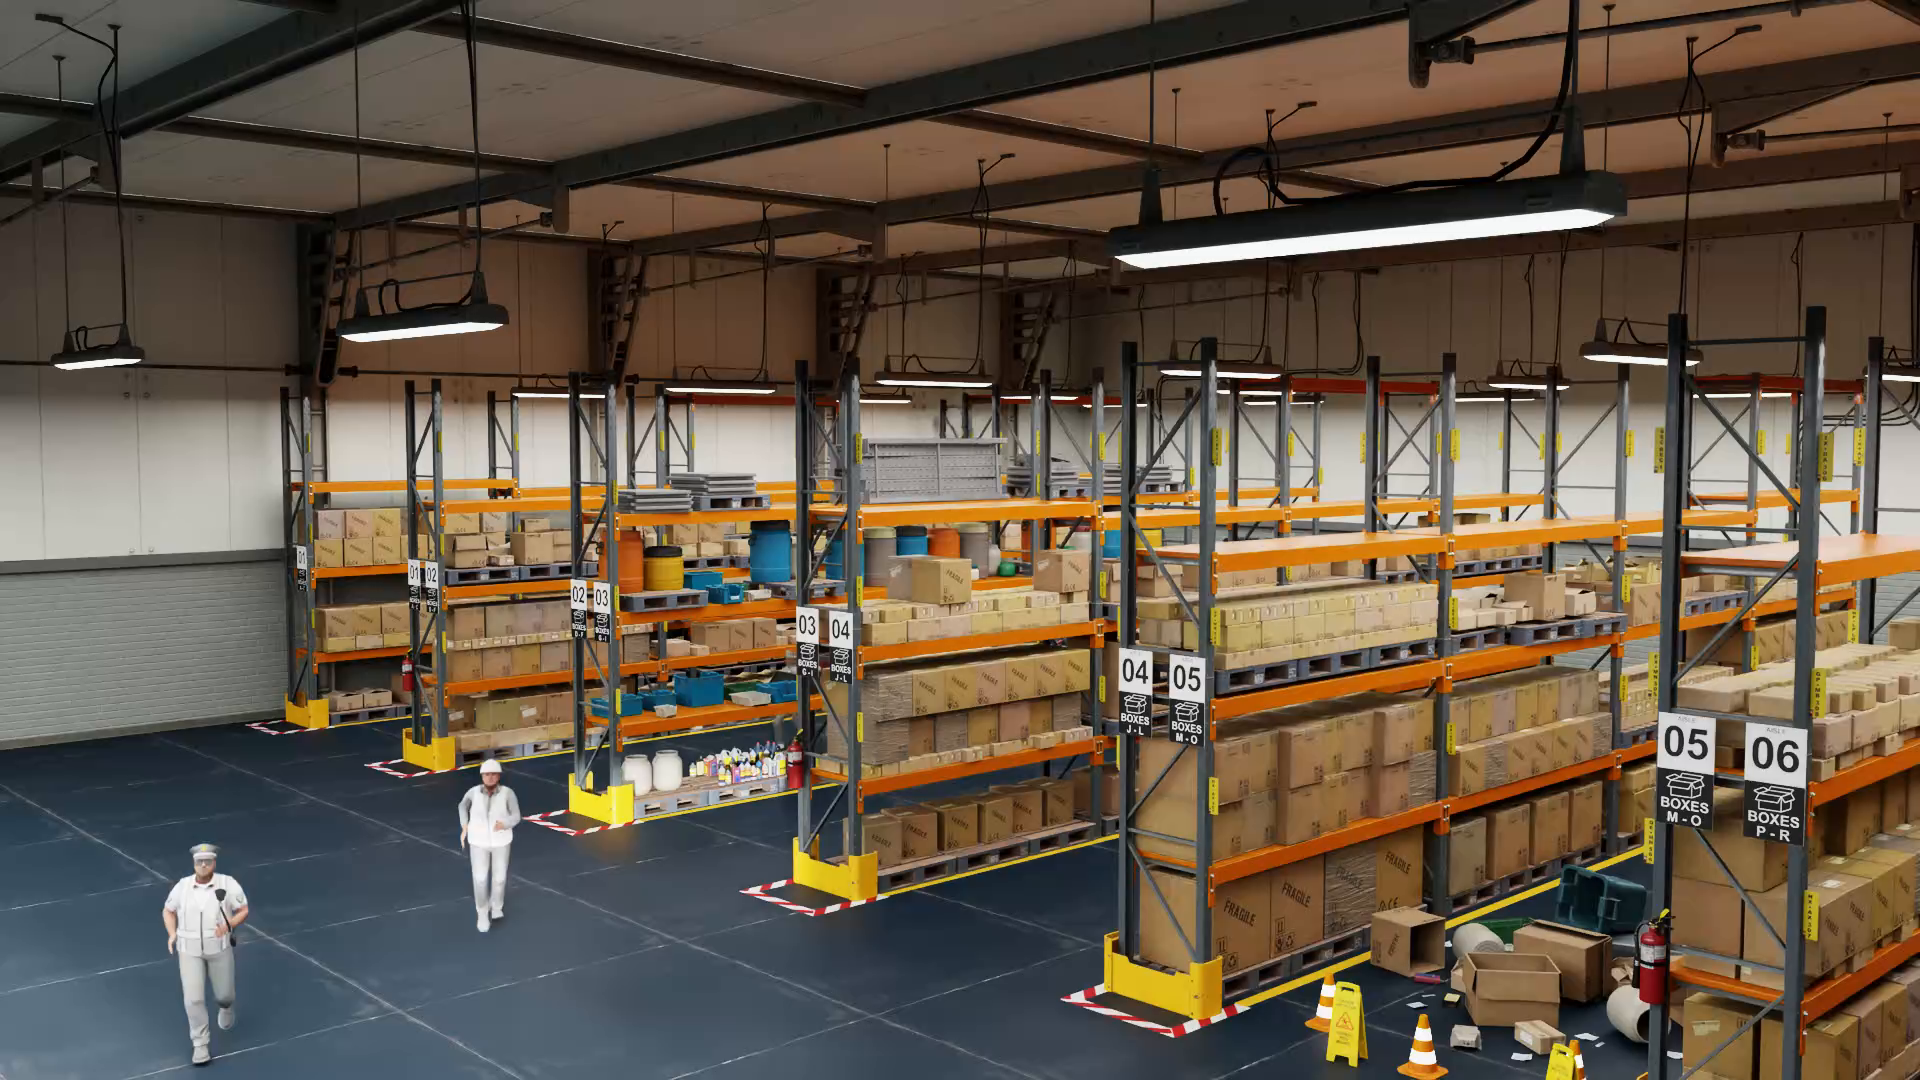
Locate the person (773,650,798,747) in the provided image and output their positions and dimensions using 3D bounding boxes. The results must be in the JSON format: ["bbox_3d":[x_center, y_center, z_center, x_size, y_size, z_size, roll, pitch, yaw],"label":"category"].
[{"bbox_3d":[-2.700,2.621,26.569,0.534,1.756,0.761,3,5,40],"label":"person"}]

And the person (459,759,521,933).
[{"bbox_3d":[-4.895,3.176,17.332,0.621,1.798,0.811,-1,4,-16],"label":"person"}]

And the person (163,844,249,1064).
[{"bbox_3d":[-6.313,3.397,13.924,0.675,1.747,0.830,-1,4,-19],"label":"person"}]
